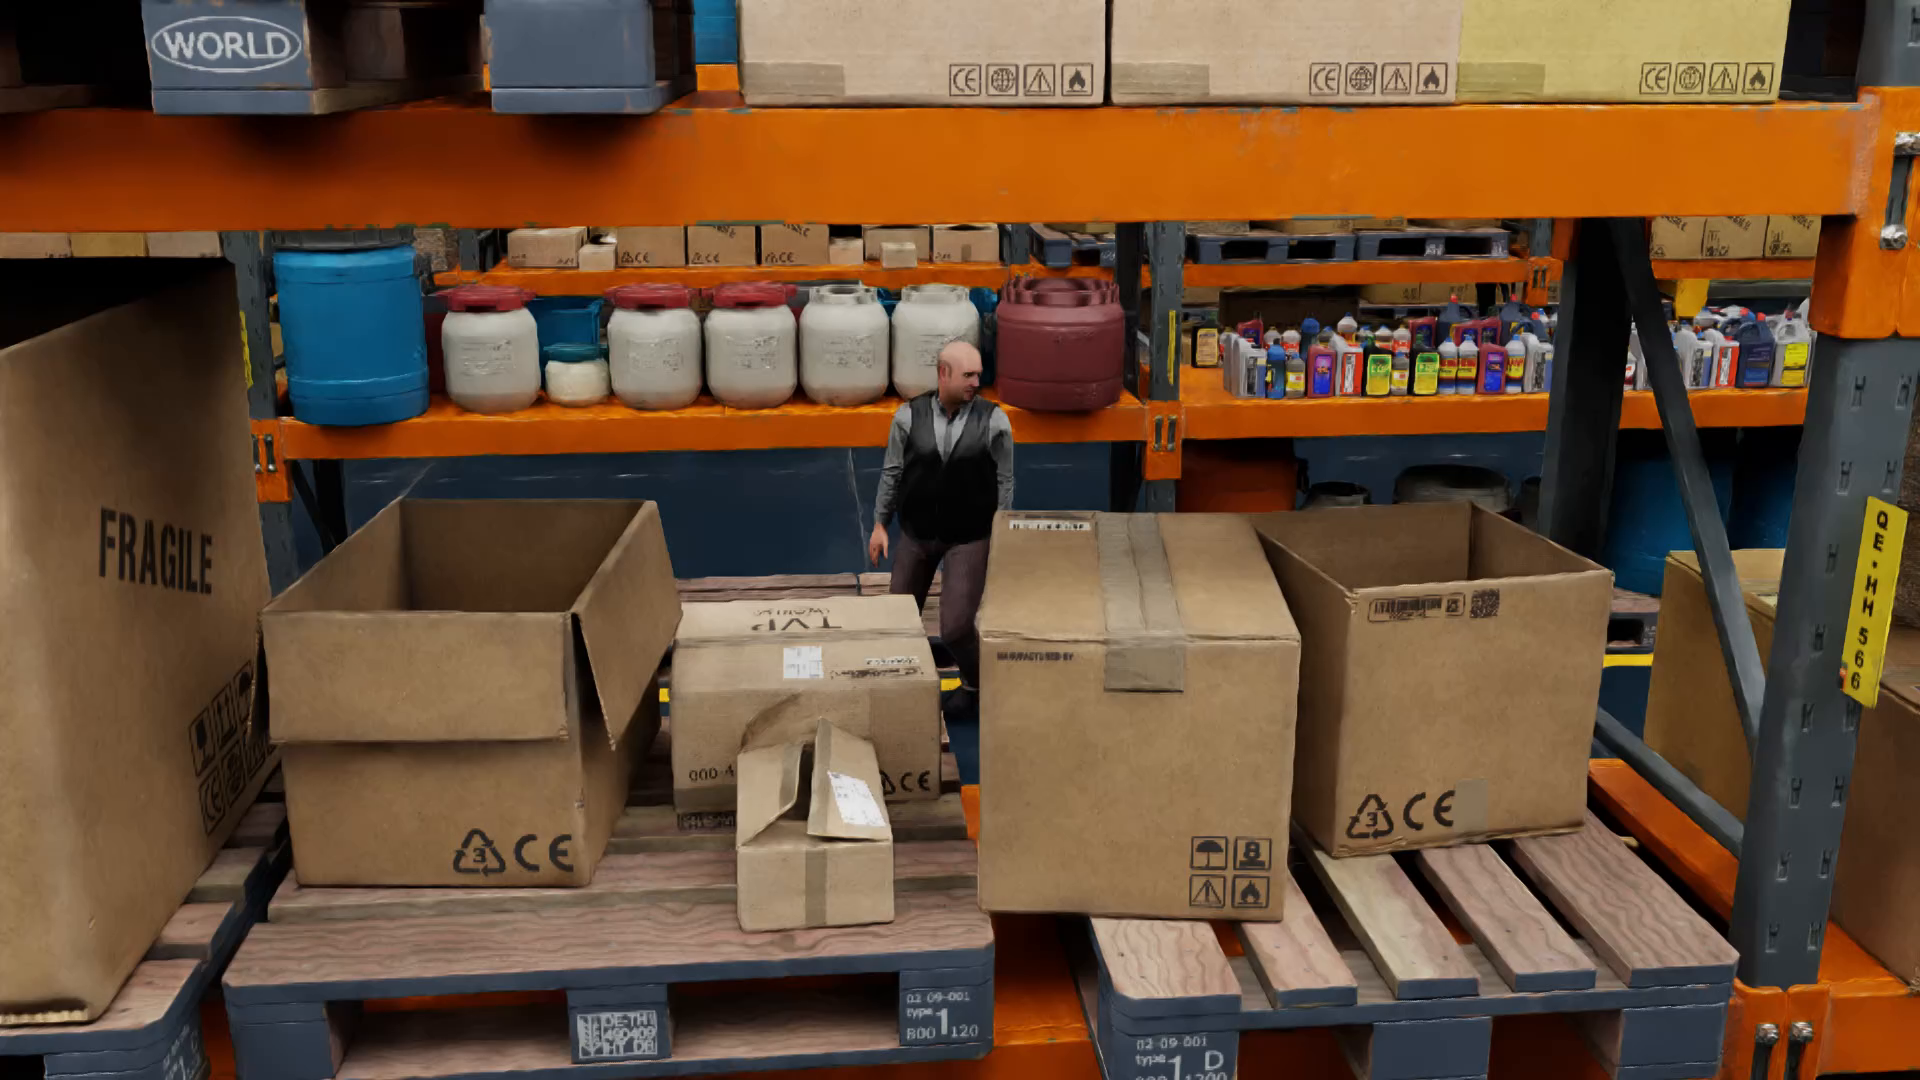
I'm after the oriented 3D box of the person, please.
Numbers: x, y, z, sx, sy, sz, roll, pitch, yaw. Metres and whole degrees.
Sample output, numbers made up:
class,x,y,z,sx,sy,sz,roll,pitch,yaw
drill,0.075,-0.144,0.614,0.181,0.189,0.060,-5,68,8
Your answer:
class,x,y,z,sx,sy,sz,roll,pitch,yaw
person,-0.094,-0.016,7.148,0.639,1.696,0.417,4,17,14
